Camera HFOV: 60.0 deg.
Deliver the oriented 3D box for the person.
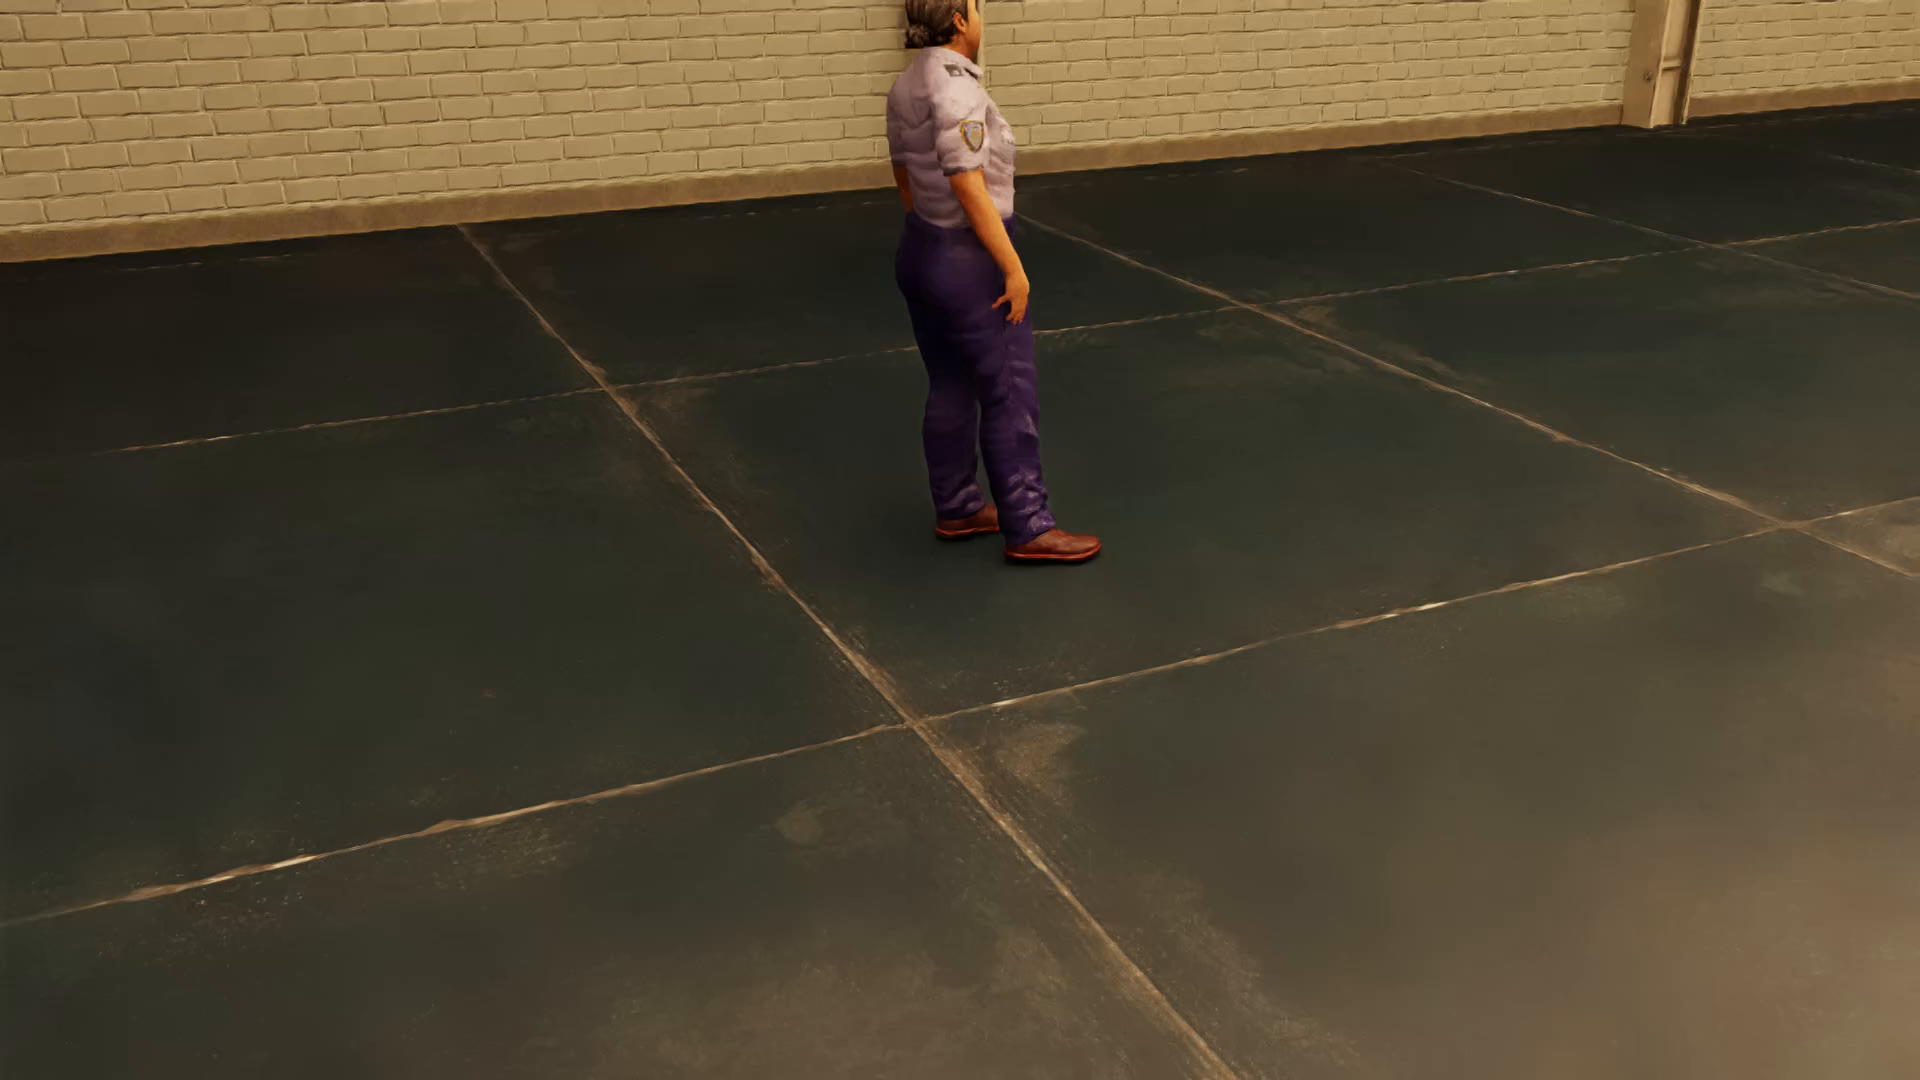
[{"bbox_3d":[0.091,-0.774,4.804,0.502,1.650,0.599,-10,25,-23],"label":"person"}]
